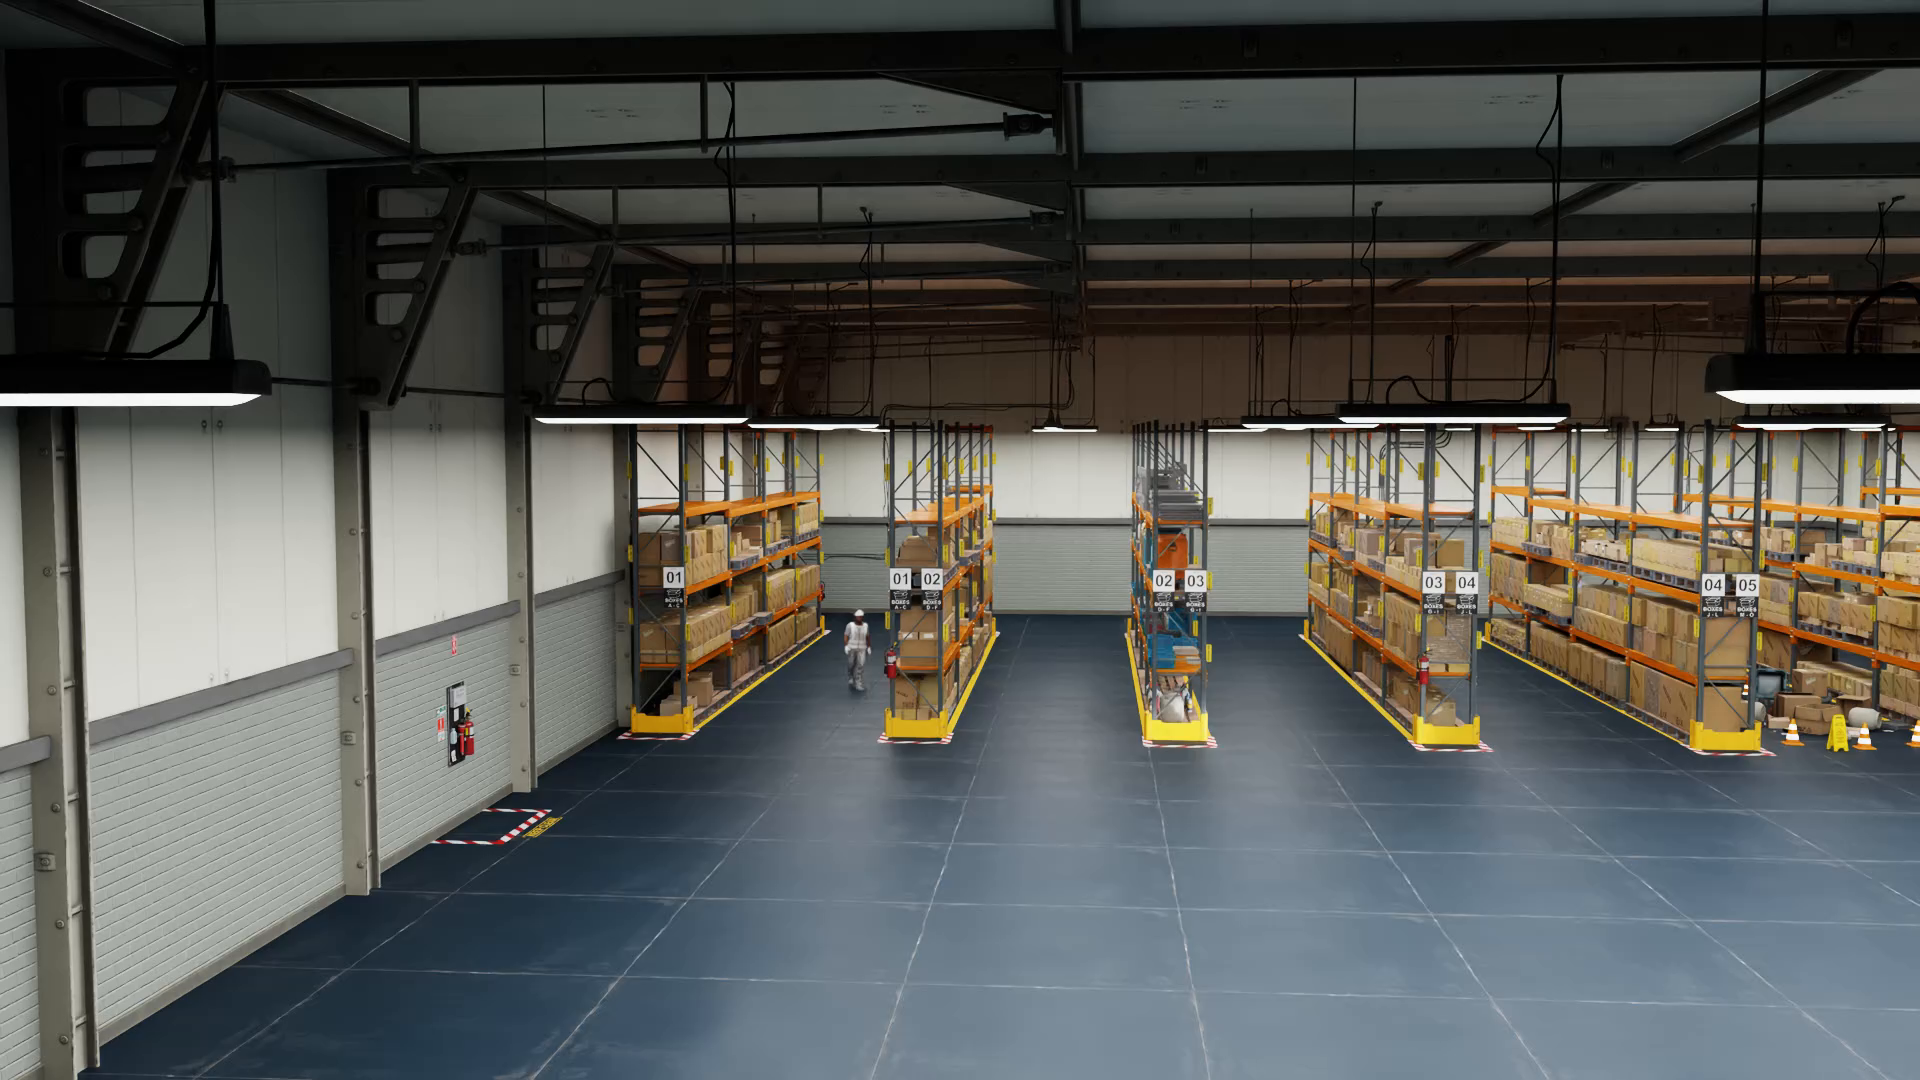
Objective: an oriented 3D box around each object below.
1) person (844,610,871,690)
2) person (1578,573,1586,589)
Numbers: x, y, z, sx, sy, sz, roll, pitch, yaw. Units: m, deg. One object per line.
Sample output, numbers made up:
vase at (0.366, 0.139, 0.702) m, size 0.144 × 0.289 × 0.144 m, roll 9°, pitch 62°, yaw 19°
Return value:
person at (-2.307, 2.471, 37.621) m, size 0.668 × 1.768 × 0.822 m, roll -1°, pitch 4°, yaw -19°
person at (18.308, 1.788, 49.136) m, size 0.776 × 1.615 × 0.481 m, roll -2°, pitch 4°, yaw -26°
